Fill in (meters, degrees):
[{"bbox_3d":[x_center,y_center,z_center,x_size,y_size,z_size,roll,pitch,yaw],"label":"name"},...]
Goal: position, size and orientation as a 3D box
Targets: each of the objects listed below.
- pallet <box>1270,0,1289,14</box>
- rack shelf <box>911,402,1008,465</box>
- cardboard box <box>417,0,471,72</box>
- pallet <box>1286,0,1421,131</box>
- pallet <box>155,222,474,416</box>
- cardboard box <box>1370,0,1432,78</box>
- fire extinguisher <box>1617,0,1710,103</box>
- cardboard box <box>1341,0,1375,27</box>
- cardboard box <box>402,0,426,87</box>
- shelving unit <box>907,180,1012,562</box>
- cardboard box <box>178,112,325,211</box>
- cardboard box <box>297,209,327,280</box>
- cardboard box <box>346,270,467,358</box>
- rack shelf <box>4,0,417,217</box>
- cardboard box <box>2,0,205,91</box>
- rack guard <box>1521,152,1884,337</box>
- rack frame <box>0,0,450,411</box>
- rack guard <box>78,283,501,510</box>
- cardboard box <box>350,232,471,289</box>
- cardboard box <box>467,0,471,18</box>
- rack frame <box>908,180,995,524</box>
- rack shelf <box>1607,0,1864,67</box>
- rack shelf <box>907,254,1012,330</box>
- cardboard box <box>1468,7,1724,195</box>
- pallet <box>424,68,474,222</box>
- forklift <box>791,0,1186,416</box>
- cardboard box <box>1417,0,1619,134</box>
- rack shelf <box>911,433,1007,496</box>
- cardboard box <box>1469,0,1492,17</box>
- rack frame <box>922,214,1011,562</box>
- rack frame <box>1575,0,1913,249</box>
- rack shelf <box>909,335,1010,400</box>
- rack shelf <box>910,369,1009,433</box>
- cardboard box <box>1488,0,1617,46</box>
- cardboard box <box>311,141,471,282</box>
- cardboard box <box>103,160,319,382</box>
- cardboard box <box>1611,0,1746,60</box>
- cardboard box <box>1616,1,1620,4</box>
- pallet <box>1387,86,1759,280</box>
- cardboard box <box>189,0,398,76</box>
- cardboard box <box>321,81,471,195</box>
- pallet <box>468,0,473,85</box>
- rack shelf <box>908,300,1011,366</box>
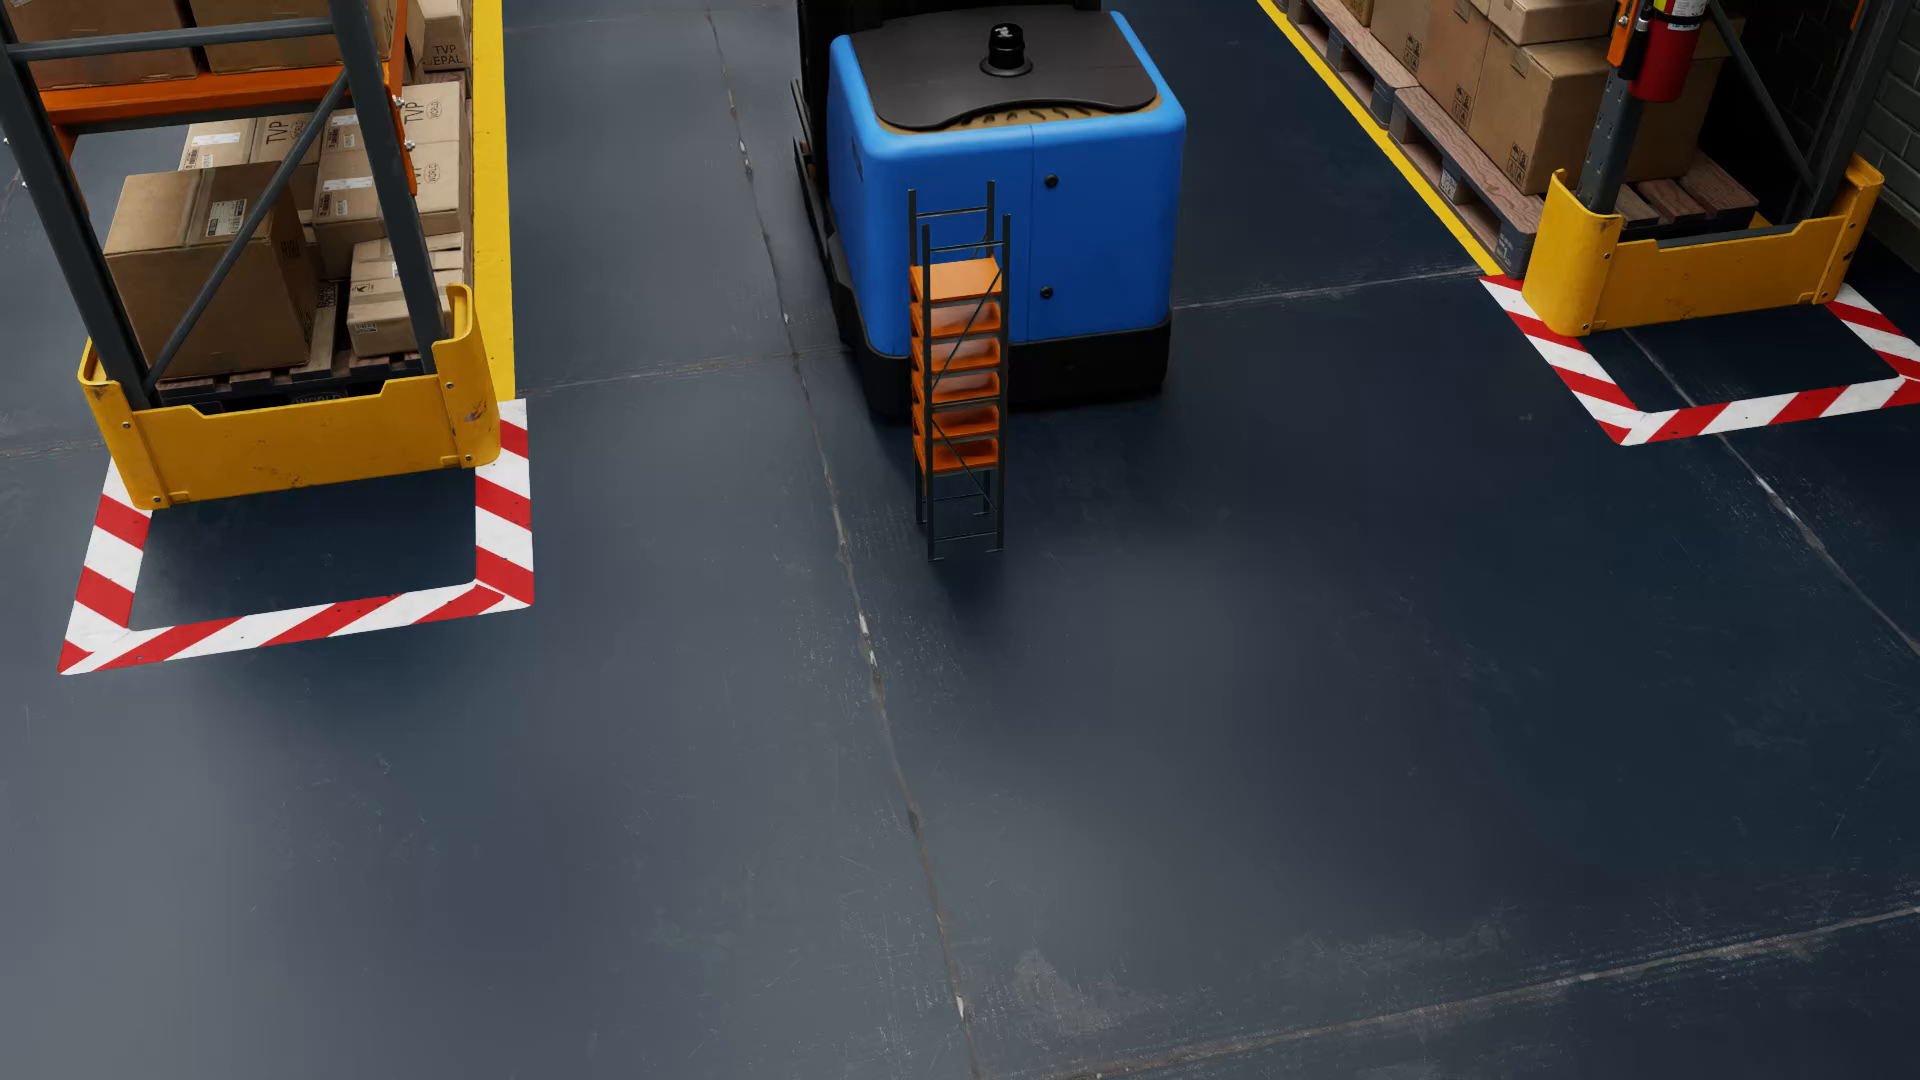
[{"bbox_3d":[1.939,-3.113,8.598,1.003,0.211,1.213,-8,42,-9],"label":"pallet"},{"bbox_3d":[-0.003,-0.335,4.971,0.258,0.103,0.180,-8,42,-9],"label":"rack shelf"},{"bbox_3d":[-2.423,-2.292,7.266,0.500,0.311,0.500,-8,42,-9],"label":"cardboard box"},{"bbox_3d":[2.206,-2.320,7.705,1.003,0.211,1.213,-8,42,-9],"label":"pallet"},{"bbox_3d":[-2.311,-0.878,6.080,1.003,0.211,1.213,-8,42,-9],"label":"pallet"},{"bbox_3d":[2.249,-2.379,7.237,0.700,0.500,0.500,-10,42,-11],"label":"cardboard box"},{"bbox_3d":[2.297,-1.735,5.284,0.296,0.674,0.183,-8,42,-9],"label":"fire extinguisher"},{"bbox_3d":[2.126,-2.723,7.625,0.700,0.500,0.500,-7,42,-8],"label":"cardboard box"},{"bbox_3d":[-2.574,-1.961,6.749,0.797,0.503,0.637,-8,42,-9],"label":"cardboard box"},{"bbox_3d":[-0.003,-0.458,4.862,0.258,1.200,0.189,-8,42,-9],"label":"shelving unit"},{"bbox_3d":[-2.655,-1.428,6.339,0.500,0.250,0.500,-8,42,-9],"label":"cardboard box"},{"bbox_3d":[-2.479,-1.052,5.979,0.380,0.166,0.250,-8,42,-9],"label":"cardboard box"},{"bbox_3d":[-1.876,-0.774,5.678,0.380,0.149,0.250,-8,42,-9],"label":"cardboard box"},{"bbox_3d":[-2.553,-2.382,6.216,1.077,0.370,4.000,-8,42,-9],"label":"rack shelf"},{"bbox_3d":[-2.484,-1.643,4.767,0.500,0.500,0.500,-7,42,-8],"label":"cardboard box"},{"bbox_3d":[2.720,-1.117,6.131,1.175,0.500,0.348,-8,42,-9],"label":"rack guard"},{"bbox_3d":[-2.121,-1.355,4.517,1.000,3.000,0.127,-8,42,-9],"label":"rack frame"},{"bbox_3d":[-2.138,-0.469,5.402,1.175,0.500,0.348,-8,42,-9],"label":"rack guard"},{"bbox_3d":[-1.930,-0.942,5.855,0.380,0.166,0.250,-8,42,-9],"label":"cardboard box"},{"bbox_3d":[-2.445,-2.483,7.604,0.380,0.149,0.250,-8,42,-9],"label":"cardboard box"},{"bbox_3d":[-0.023,-0.517,4.929,0.240,1.200,0.006,-8,42,-9],"label":"rack frame"},{"bbox_3d":[2.283,-3.094,7.018,1.077,0.370,4.000,-8,42,-9],"label":"rack shelf"},{"bbox_3d":[-0.003,-0.694,4.653,0.258,0.103,0.180,-8,42,-9],"label":"rack shelf"},{"bbox_3d":[2.466,-1.729,6.504,0.700,0.500,0.500,-8,42,-9],"label":"cardboard box"},{"bbox_3d":[-2.571,-1.667,6.969,1.003,0.211,1.213,-8,42,-9],"label":"pallet"},{"bbox_3d":[-0.074,-2.500,5.859,1.130,2.935,3.031,-8,42,-9],"label":"forklift"},{"bbox_3d":[2.358,-2.053,6.870,0.700,0.500,0.500,-8,42,-9],"label":"cardboard box"},{"bbox_3d":[-0.003,-0.245,5.051,0.258,0.103,0.180,-8,42,-9],"label":"rack shelf"},{"bbox_3d":[2.204,-2.194,6.540,0.380,0.149,0.250,-7,42,-8],"label":"cardboard box"},{"bbox_3d":[0.017,-0.399,4.795,0.240,1.200,0.006,-8,42,-9],"label":"rack frame"},{"bbox_3d":[2.715,-2.067,5.319,1.000,3.000,0.127,-8,42,-9],"label":"rack frame"},{"bbox_3d":[-0.003,-0.515,4.812,0.258,0.103,0.180,-8,42,-9],"label":"rack shelf"},{"bbox_3d":[-0.003,-0.425,4.892,0.258,0.103,0.180,-8,42,-9],"label":"rack shelf"},{"bbox_3d":[2.260,-2.028,6.353,0.380,0.149,0.250,-9,42,-10],"label":"cardboard box"},{"bbox_3d":[-2.070,-1.208,6.091,0.500,0.250,0.500,-8,42,-9],"label":"cardboard box"},{"bbox_3d":[-2.479,-0.902,5.558,0.500,0.500,0.500,-8,42,-9],"label":"cardboard box"},{"bbox_3d":[2.688,-1.919,6.230,0.380,0.149,0.250,-8,42,-9],"label":"cardboard box"},{"bbox_3d":[2.578,-2.247,6.600,0.380,0.149,0.250,-8,42,-9],"label":"cardboard box"},{"bbox_3d":[2.466,-1.531,6.816,1.003,0.211,1.213,-8,42,-9],"label":"pallet"},{"bbox_3d":[-1.960,-1.718,4.850,0.500,0.500,0.500,-8,42,-8],"label":"cardboard box"},{"bbox_3d":[-2.178,-1.532,6.456,0.500,0.250,0.500,-8,42,-9],"label":"cardboard box"},{"bbox_3d":[-2.837,-2.459,7.862,1.003,0.211,1.213,-8,42,-9],"label":"pallet"},{"bbox_3d":[-0.003,-0.604,4.732,0.258,0.103,0.180,-8,42,-9],"label":"rack shelf"}]
